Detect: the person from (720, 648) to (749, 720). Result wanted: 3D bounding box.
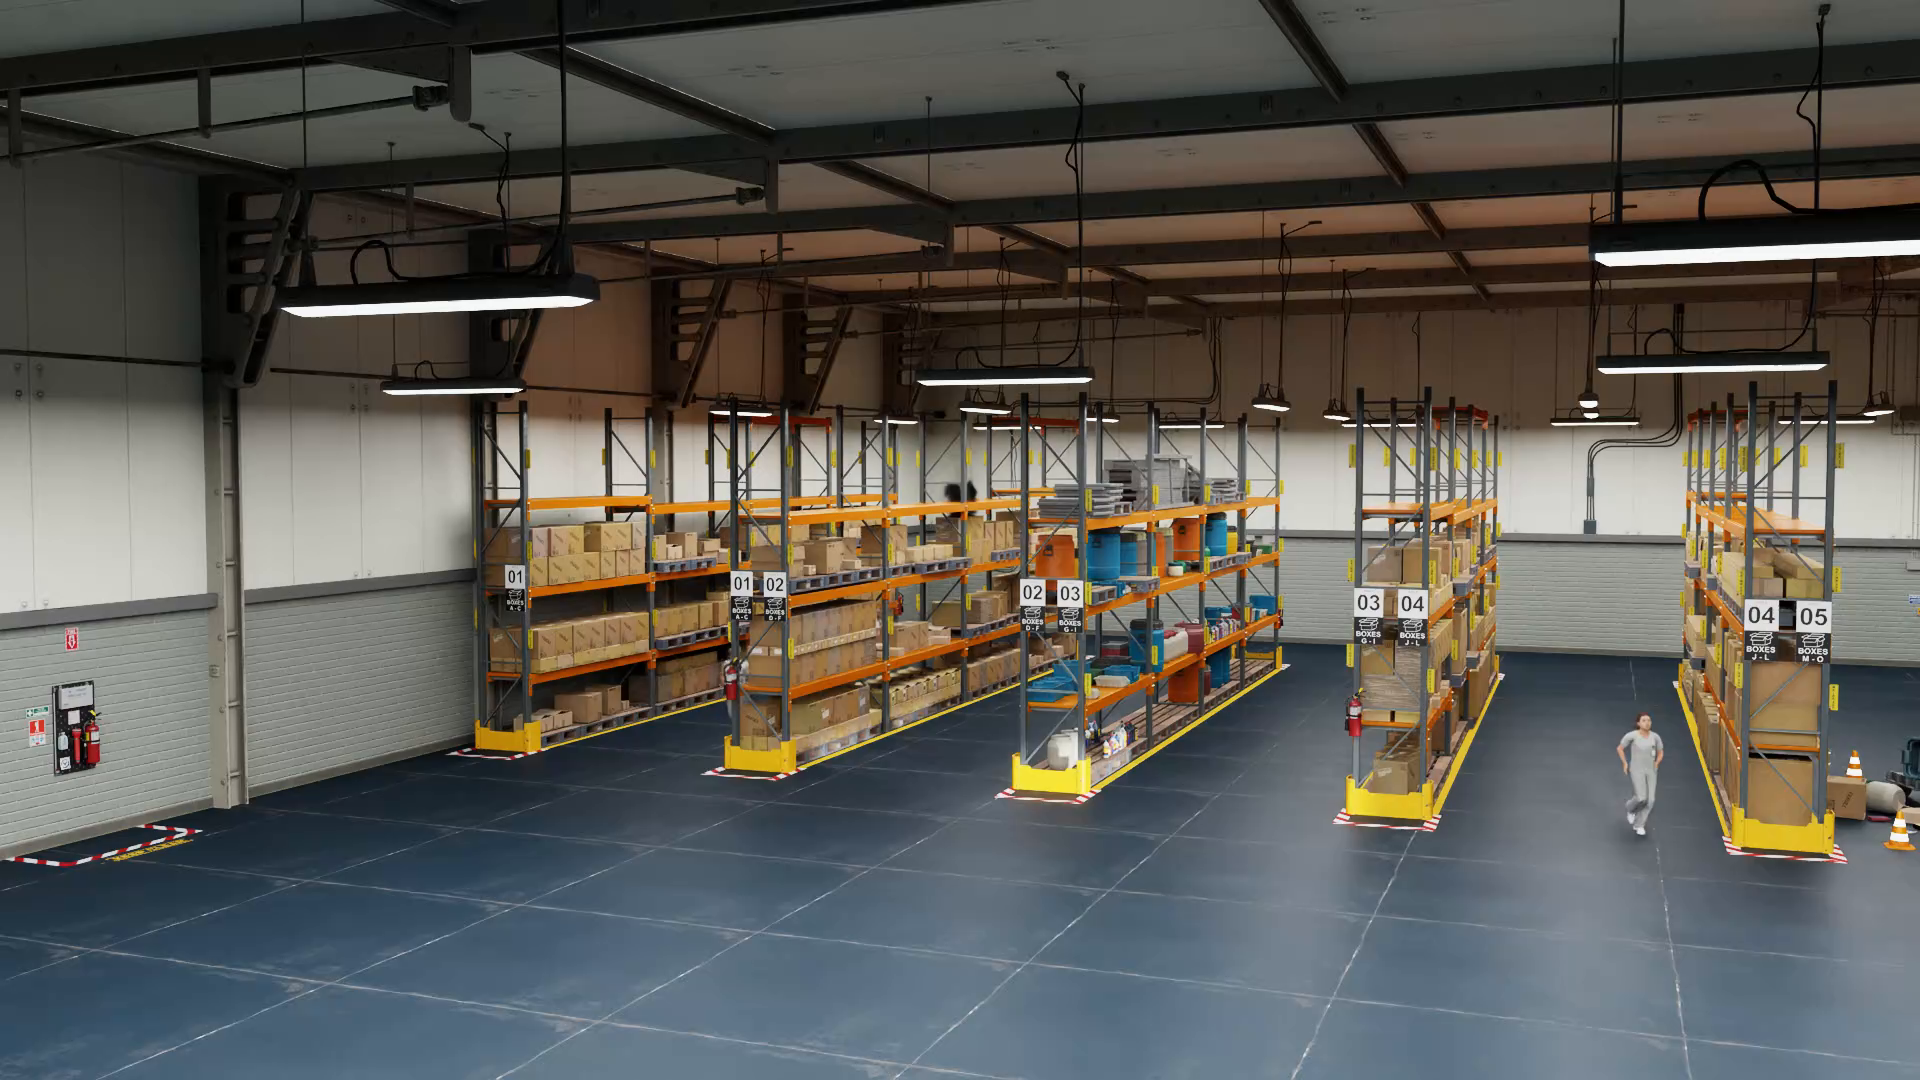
[{"bbox_3d":[-4.048,2.742,29.849,0.606,1.612,0.583,1,3,17],"label":"person"}]

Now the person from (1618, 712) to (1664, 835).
[{"bbox_3d":[9.116,3.113,22.200,0.566,1.632,0.548,0,3,2],"label":"person"}]

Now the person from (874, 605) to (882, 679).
[{"bbox_3d":[-1.698,2.224,34.987,0.599,1.730,0.712,1,3,24],"label":"person"}]
